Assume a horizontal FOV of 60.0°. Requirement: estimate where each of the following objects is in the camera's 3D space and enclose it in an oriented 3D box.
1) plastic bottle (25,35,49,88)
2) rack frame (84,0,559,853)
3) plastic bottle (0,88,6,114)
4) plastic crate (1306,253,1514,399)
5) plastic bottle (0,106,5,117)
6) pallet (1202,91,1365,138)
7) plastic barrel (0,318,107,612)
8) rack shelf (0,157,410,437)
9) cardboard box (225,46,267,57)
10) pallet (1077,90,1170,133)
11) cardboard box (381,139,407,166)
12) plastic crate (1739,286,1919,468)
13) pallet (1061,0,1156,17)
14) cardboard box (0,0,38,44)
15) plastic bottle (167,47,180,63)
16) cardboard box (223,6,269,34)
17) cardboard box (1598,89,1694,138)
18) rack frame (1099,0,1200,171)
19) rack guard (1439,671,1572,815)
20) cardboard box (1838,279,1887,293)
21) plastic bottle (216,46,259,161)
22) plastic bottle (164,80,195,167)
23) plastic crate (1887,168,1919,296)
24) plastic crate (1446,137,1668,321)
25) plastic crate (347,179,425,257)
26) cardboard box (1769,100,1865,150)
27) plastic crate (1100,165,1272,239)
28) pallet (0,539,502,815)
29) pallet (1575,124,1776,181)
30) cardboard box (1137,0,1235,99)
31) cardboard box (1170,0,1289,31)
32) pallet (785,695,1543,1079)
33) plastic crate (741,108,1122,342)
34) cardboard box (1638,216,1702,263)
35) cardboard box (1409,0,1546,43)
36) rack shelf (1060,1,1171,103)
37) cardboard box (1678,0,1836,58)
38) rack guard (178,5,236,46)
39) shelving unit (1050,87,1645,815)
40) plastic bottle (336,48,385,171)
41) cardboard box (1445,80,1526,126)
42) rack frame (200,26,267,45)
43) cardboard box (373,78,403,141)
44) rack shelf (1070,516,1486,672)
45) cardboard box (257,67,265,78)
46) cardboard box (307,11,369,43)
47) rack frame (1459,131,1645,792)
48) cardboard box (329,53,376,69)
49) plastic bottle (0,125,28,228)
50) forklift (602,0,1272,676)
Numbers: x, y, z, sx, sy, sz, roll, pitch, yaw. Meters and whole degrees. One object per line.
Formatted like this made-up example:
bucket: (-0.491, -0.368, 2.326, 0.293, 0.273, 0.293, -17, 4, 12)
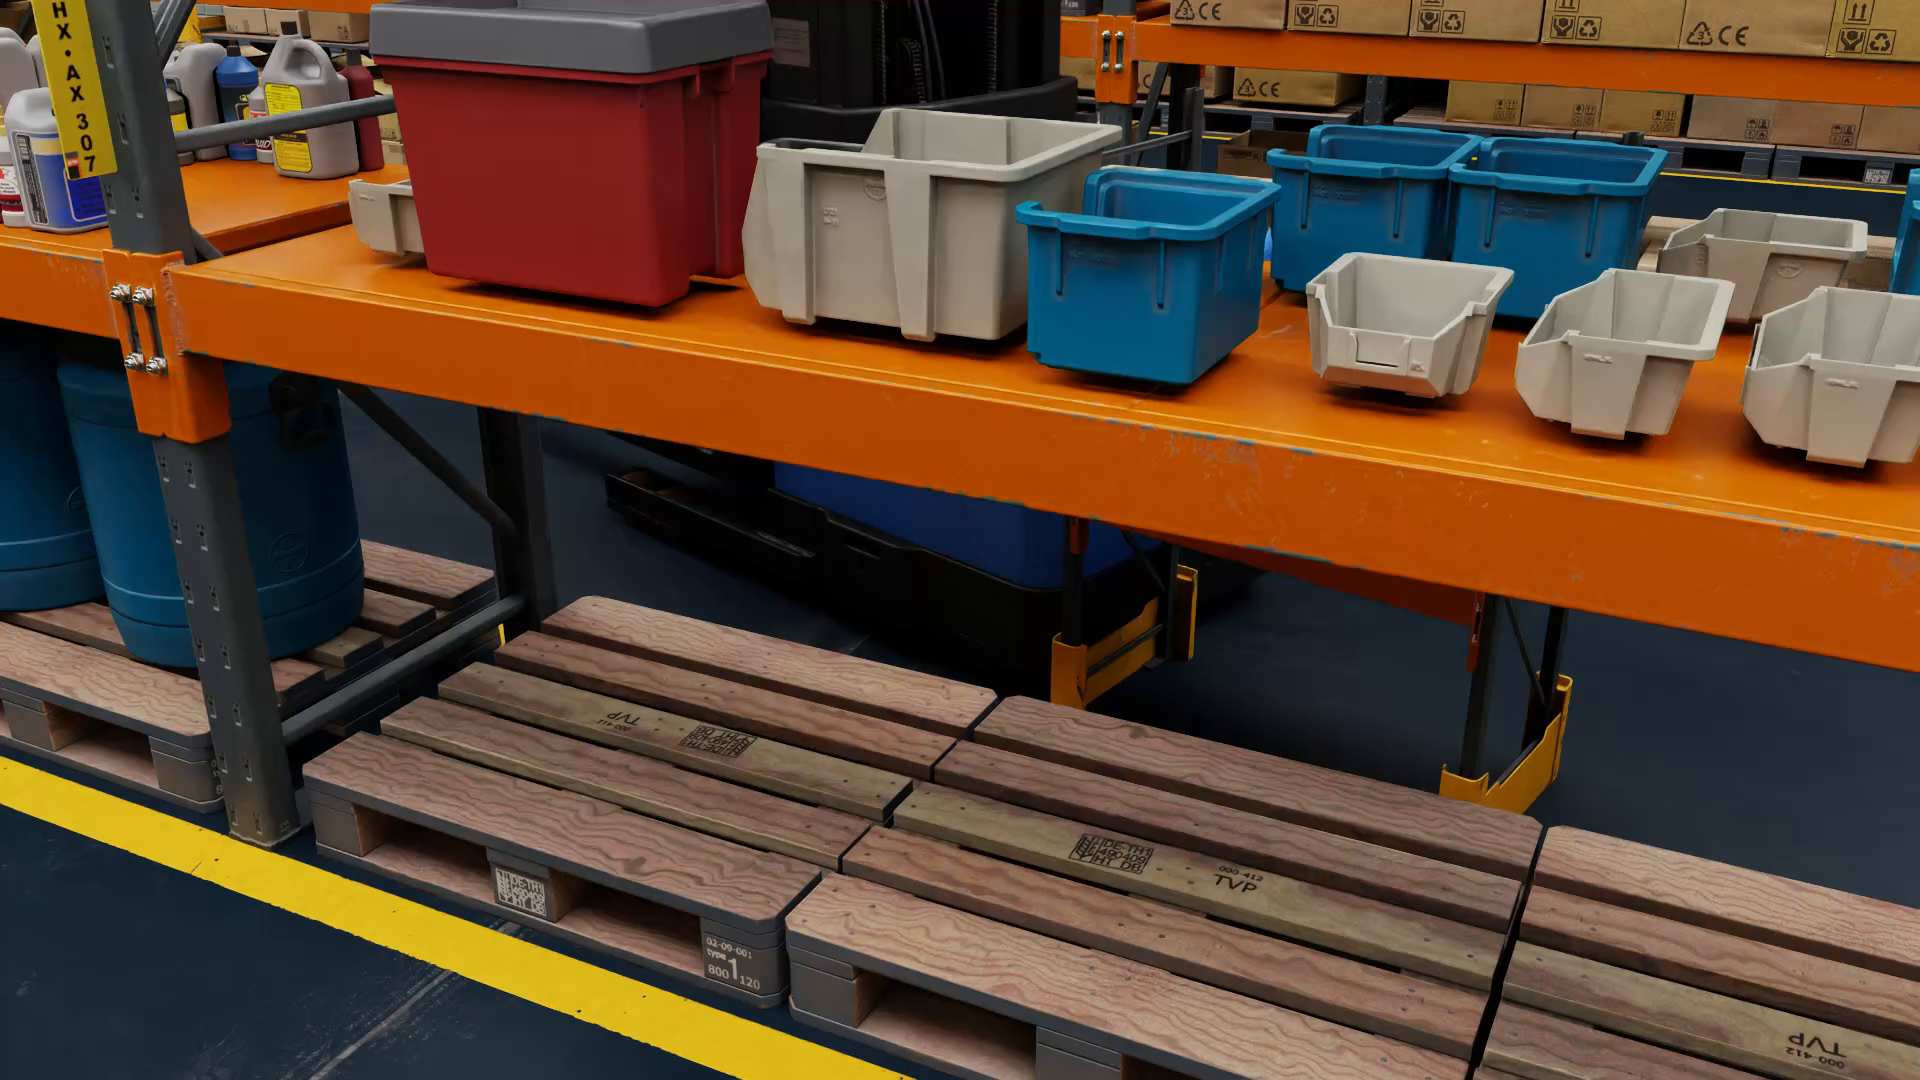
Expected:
plastic bottle: (-2.406, -1.203, 4.403, 0.135, 0.276, 0.152, 11, 25, 25)
rack frame: (-1.338, -0.881, 3.489, 0.127, 3.000, 1.000, 11, 25, 25)
plastic bottle: (-2.241, -0.957, 3.730, 0.185, 0.351, 0.144, 11, 25, 25)
plastic crate: (0.638, -0.305, 2.394, 0.250, 0.136, 0.298, 11, 25, 25)
plastic bottle: (-2.122, -0.858, 3.688, 0.097, 0.201, 0.097, 0, 23, 0)
pallet: (2.409, -3.168, 12.430, 1.213, 0.211, 1.003, 11, 25, 25)
plastic barrel: (-2.448, -0.336, 4.352, 0.708, 0.901, 0.600, 11, 25, 25)
rack shelf: (-3.123, -0.903, 4.461, 4.000, 0.370, 1.077, 11, 25, 25)
cardboard box: (-4.837, -3.059, 10.871, 0.500, 0.311, 0.500, 11, 25, 24)
pallet: (1.316, -3.383, 12.935, 1.213, 0.211, 1.003, 11, 25, 25)
cardboard box: (-3.249, -2.253, 9.691, 0.500, 0.250, 0.500, 12, 26, 26)
plastic crate: (1.170, -0.218, 2.191, 0.243, 0.136, 0.396, 11, 25, 25)
pallet: (0.236, -2.701, 8.015, 1.213, 0.211, 1.003, 11, 25, 25)
cardboard box: (-6.512, -3.487, 11.636, 0.500, 0.500, 0.500, 11, 25, 25)
plastic bottle: (-1.997, -1.132, 4.242, 0.097, 0.271, 0.097, 0, 23, 0)
cardboard box: (-7.001, -5.272, 16.687, 0.500, 0.311, 0.500, 8, 24, 19)
cardboard box: (4.657, -3.035, 11.212, 0.500, 0.500, 0.700, 12, 26, 26)
rack frame: (0.900, -2.611, 7.556, 0.127, 3.000, 1.000, 11, 25, 25)
rack guard: (1.213, 0.517, 3.714, 0.087, 0.250, 0.587, 17, 28, 34)
cardboard box: (3.552, -0.916, 6.629, 0.250, 0.166, 0.380, 11, 25, 25)
plastic bottle: (-1.790, -1.091, 4.146, 0.097, 0.271, 0.097, 0, 23, 0)
plastic bottle: (-1.946, -1.022, 4.075, 0.097, 0.201, 0.097, 0, 23, 0)
plastic crate: (1.572, -0.400, 2.496, 0.300, 0.233, 0.416, 11, 25, 25)
plastic crate: (0.984, -0.517, 2.769, 0.300, 0.233, 0.416, 11, 25, 25)
plastic crate: (-0.988, -0.655, 3.219, 0.243, 0.136, 0.396, 11, 25, 25)
cardboard box: (5.585, -2.855, 10.788, 0.500, 0.500, 0.700, 11, 25, 24)
plastic crate: (0.351, -0.585, 3.053, 0.466, 0.136, 0.293, 11, 25, 25)
pallet: (-2.008, 0.251, 4.390, 1.213, 0.211, 1.003, 11, 25, 25)
pallet: (4.868, -2.682, 11.286, 1.213, 0.211, 1.003, 11, 25, 25)
cardboard box: (1.698, -3.771, 12.494, 0.750, 0.750, 0.750, 12, 26, 26)
cardboard box: (1.232, -2.471, 7.101, 0.500, 0.500, 0.500, 12, 26, 26)
pallet: (0.428, 0.733, 3.256, 1.213, 0.211, 1.003, 11, 25, 25)
plastic crate: (-0.059, -0.520, 2.716, 0.530, 0.282, 0.437, 11, 25, 25)
cardboard box: (3.220, -1.213, 7.221, 0.500, 0.250, 0.500, 11, 25, 25)
cardboard box: (2.136, -2.293, 6.681, 0.500, 0.500, 0.500, 11, 25, 24)
rack shelf: (-0.885, -2.633, 8.527, 4.000, 0.370, 1.077, 11, 25, 25)
cardboard box: (3.040, -2.115, 6.262, 0.500, 0.500, 0.500, 11, 26, 25)
rack guard: (-7.510, -5.297, 17.066, 0.348, 0.500, 1.175, 11, 25, 25)
shelving unit: (0.821, -0.178, 3.751, 1.083, 1.500, 0.587, 17, 28, 34)
plastic bottle: (-1.473, -1.041, 4.015, 0.133, 0.283, 0.061, 11, 25, 25)
cardboard box: (3.753, -3.216, 11.638, 0.500, 0.500, 0.700, 12, 26, 25)
rack frame: (-7.577, -6.460, 16.608, 0.127, 3.000, 1.000, 11, 25, 25)
cardboard box: (-3.248, -2.509, 9.578, 0.500, 0.311, 0.500, 12, 26, 26)
rack shelf: (0.813, -0.014, 3.826, 1.000, 0.185, 0.538, 17, 28, 34)
cardboard box: (-4.164, -2.689, 10.000, 0.500, 0.311, 0.500, 11, 25, 24)
cardboard box: (-5.860, -5.111, 16.068, 0.500, 0.500, 0.700, 10, 25, 21)
rack frame: (1.214, -0.057, 3.468, 0.032, 1.500, 0.500, 17, 28, 34)
cardboard box: (-3.931, -2.879, 10.446, 0.500, 0.311, 0.500, 10, 25, 23)
plastic bottle: (-1.952, -0.757, 3.452, 0.097, 0.201, 0.097, 0, 23, 0)
forklift: (-0.500, -1.478, 4.979, 3.031, 2.935, 1.130, 21, 31, 40)
